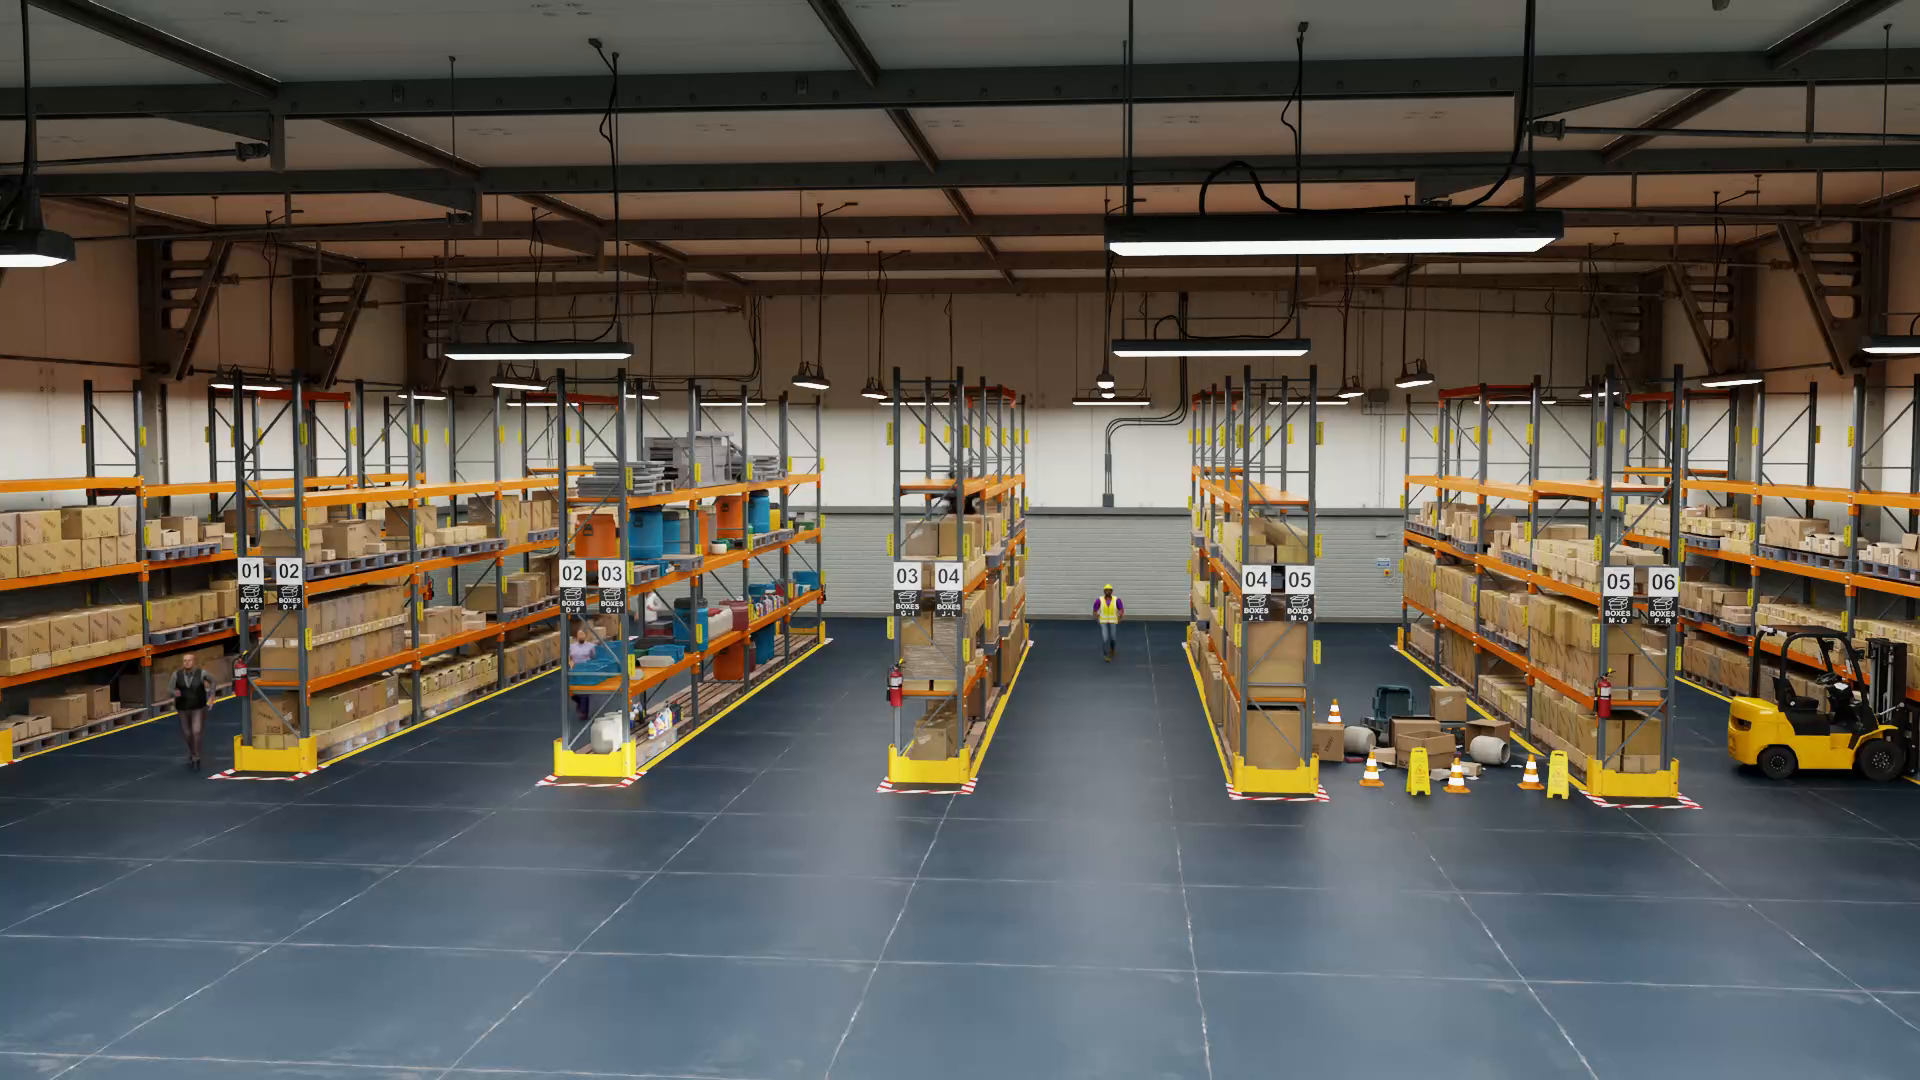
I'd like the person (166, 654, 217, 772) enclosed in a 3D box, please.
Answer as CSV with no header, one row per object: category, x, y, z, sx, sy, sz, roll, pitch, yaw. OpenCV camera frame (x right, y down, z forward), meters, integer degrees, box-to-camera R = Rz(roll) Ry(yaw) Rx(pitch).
person,-11.635,2.592,25.171,0.678,1.761,0.872,-1,4,-12

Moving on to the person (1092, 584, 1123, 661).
person,3.295,1.844,36.979,0.695,1.717,0.600,0,4,3

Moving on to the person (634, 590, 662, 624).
person,-6.954,1.787,37.012,0.654,1.764,0.971,0,4,-1

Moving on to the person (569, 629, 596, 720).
person,-6.693,2.375,29.524,0.605,1.583,0.578,0,4,1
